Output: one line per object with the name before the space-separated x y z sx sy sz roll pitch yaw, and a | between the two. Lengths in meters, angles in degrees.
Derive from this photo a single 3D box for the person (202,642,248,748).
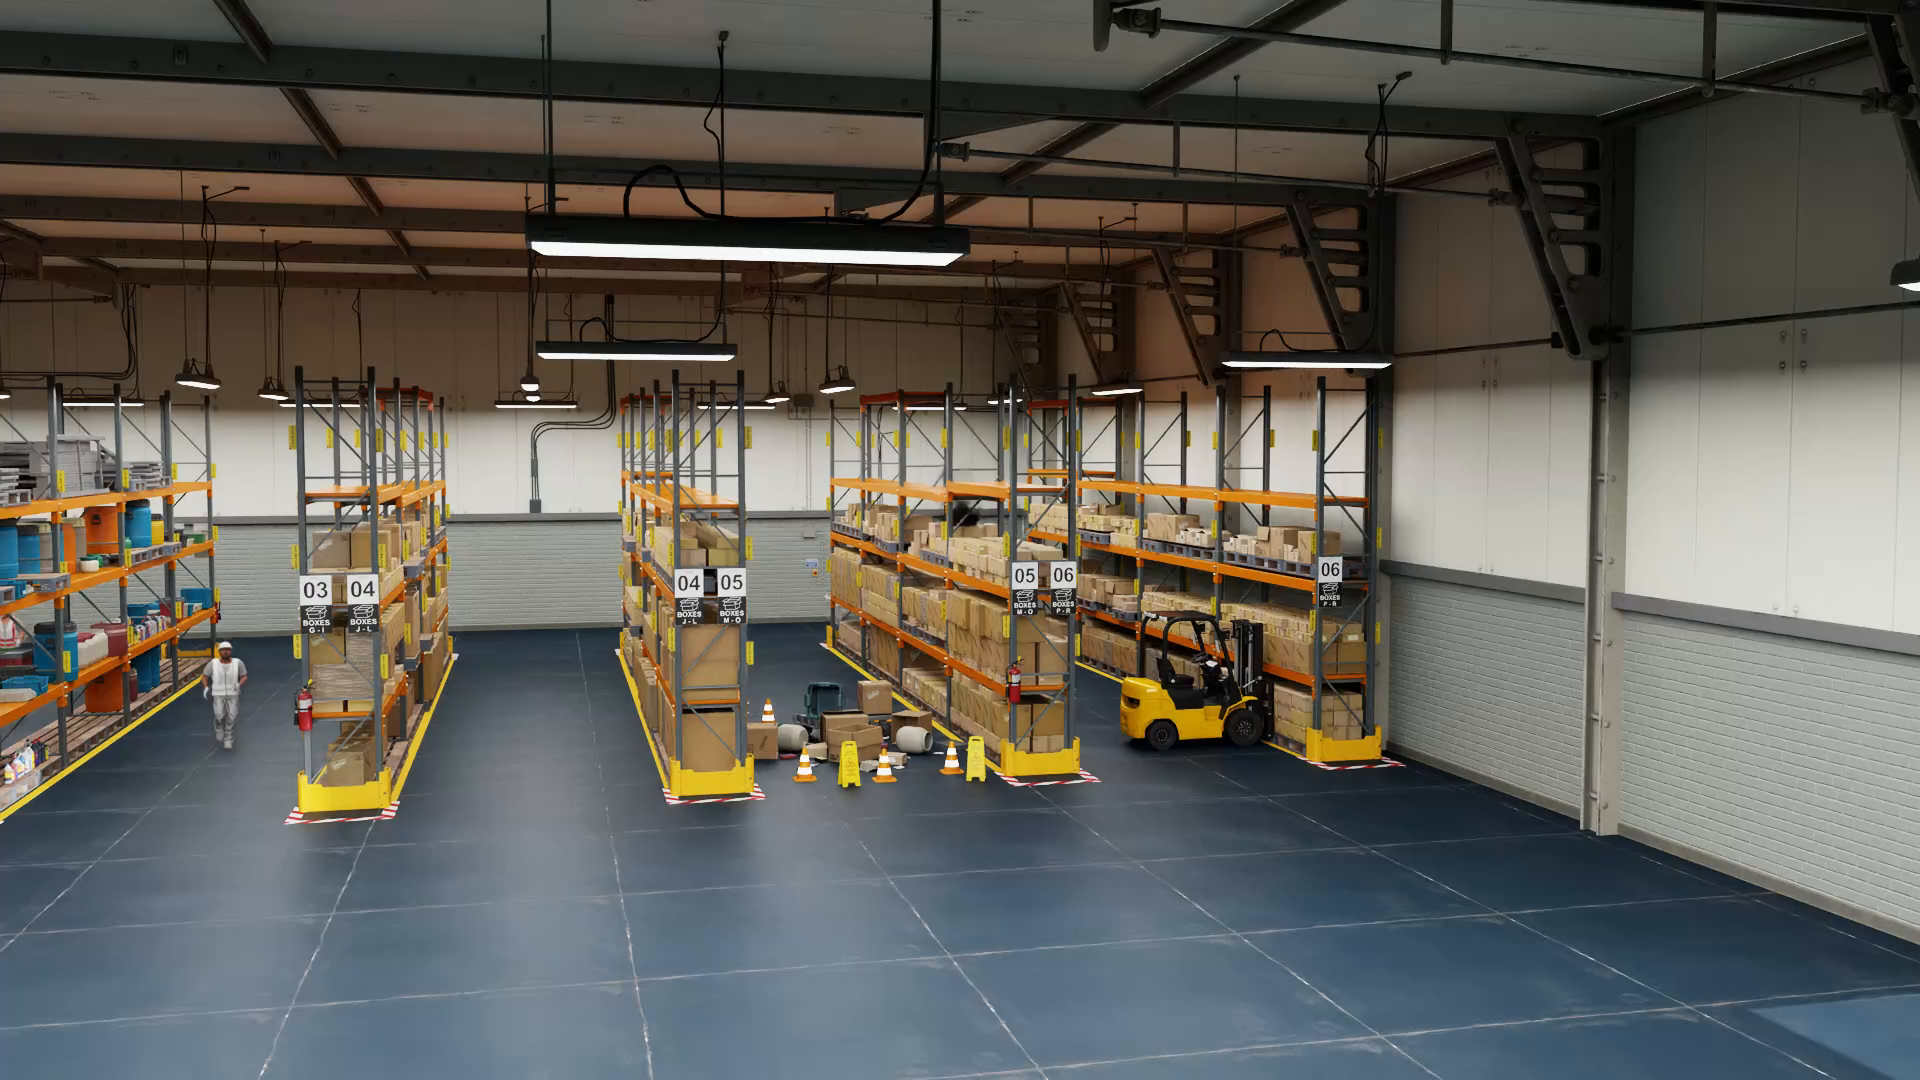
person | -11.923 2.521 27.006 0.683 1.734 0.592 -2 4 -27

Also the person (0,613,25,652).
person | -18.992 2.152 33.137 0.636 1.741 0.586 -1 4 -22

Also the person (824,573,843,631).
person | -3.070 1.645 41.705 0.668 1.788 0.701 0 3 0
